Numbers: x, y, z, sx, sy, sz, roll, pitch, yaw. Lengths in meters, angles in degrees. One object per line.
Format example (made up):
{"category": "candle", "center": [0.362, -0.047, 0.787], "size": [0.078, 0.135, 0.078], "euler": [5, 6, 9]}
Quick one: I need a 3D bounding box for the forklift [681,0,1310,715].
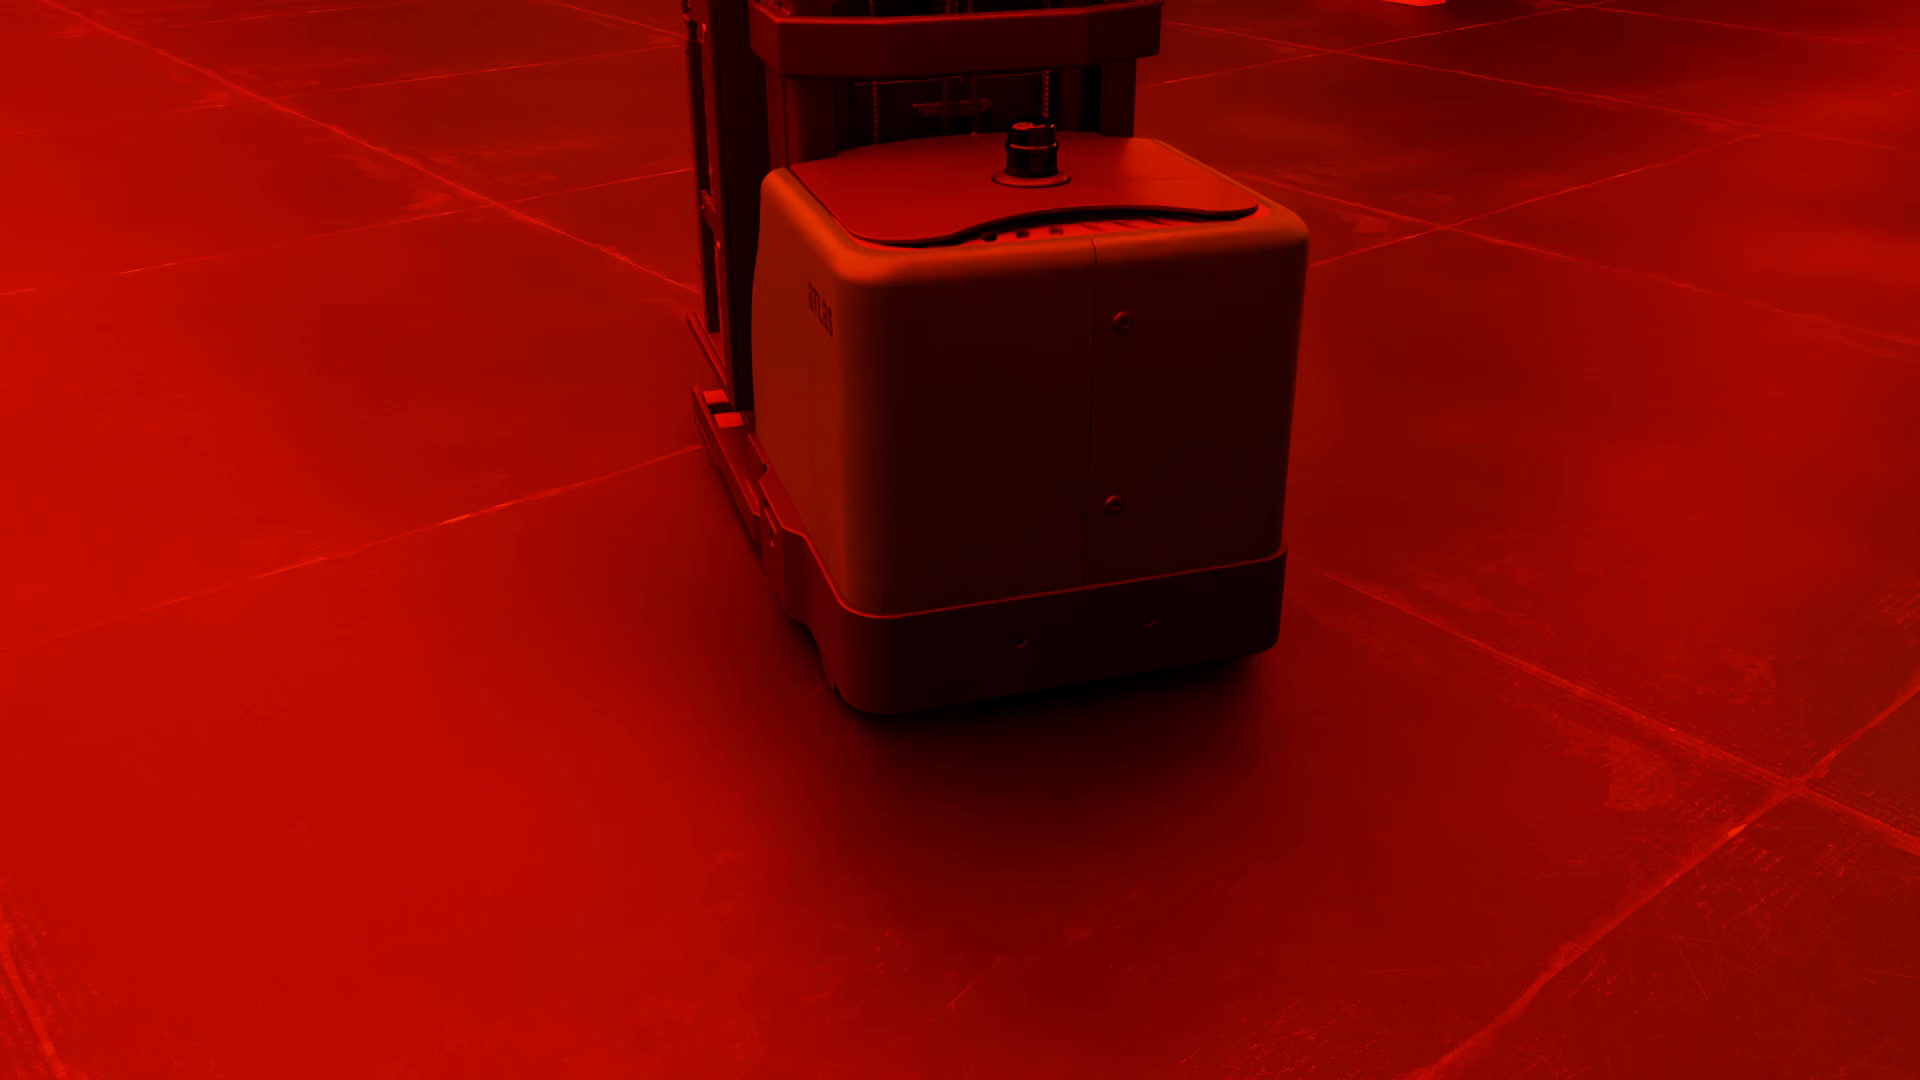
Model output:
{"category": "forklift", "center": [-0.185, -1.571, 4.371], "size": [1.130, 2.935, 3.031], "euler": [-8, 27, -16]}
